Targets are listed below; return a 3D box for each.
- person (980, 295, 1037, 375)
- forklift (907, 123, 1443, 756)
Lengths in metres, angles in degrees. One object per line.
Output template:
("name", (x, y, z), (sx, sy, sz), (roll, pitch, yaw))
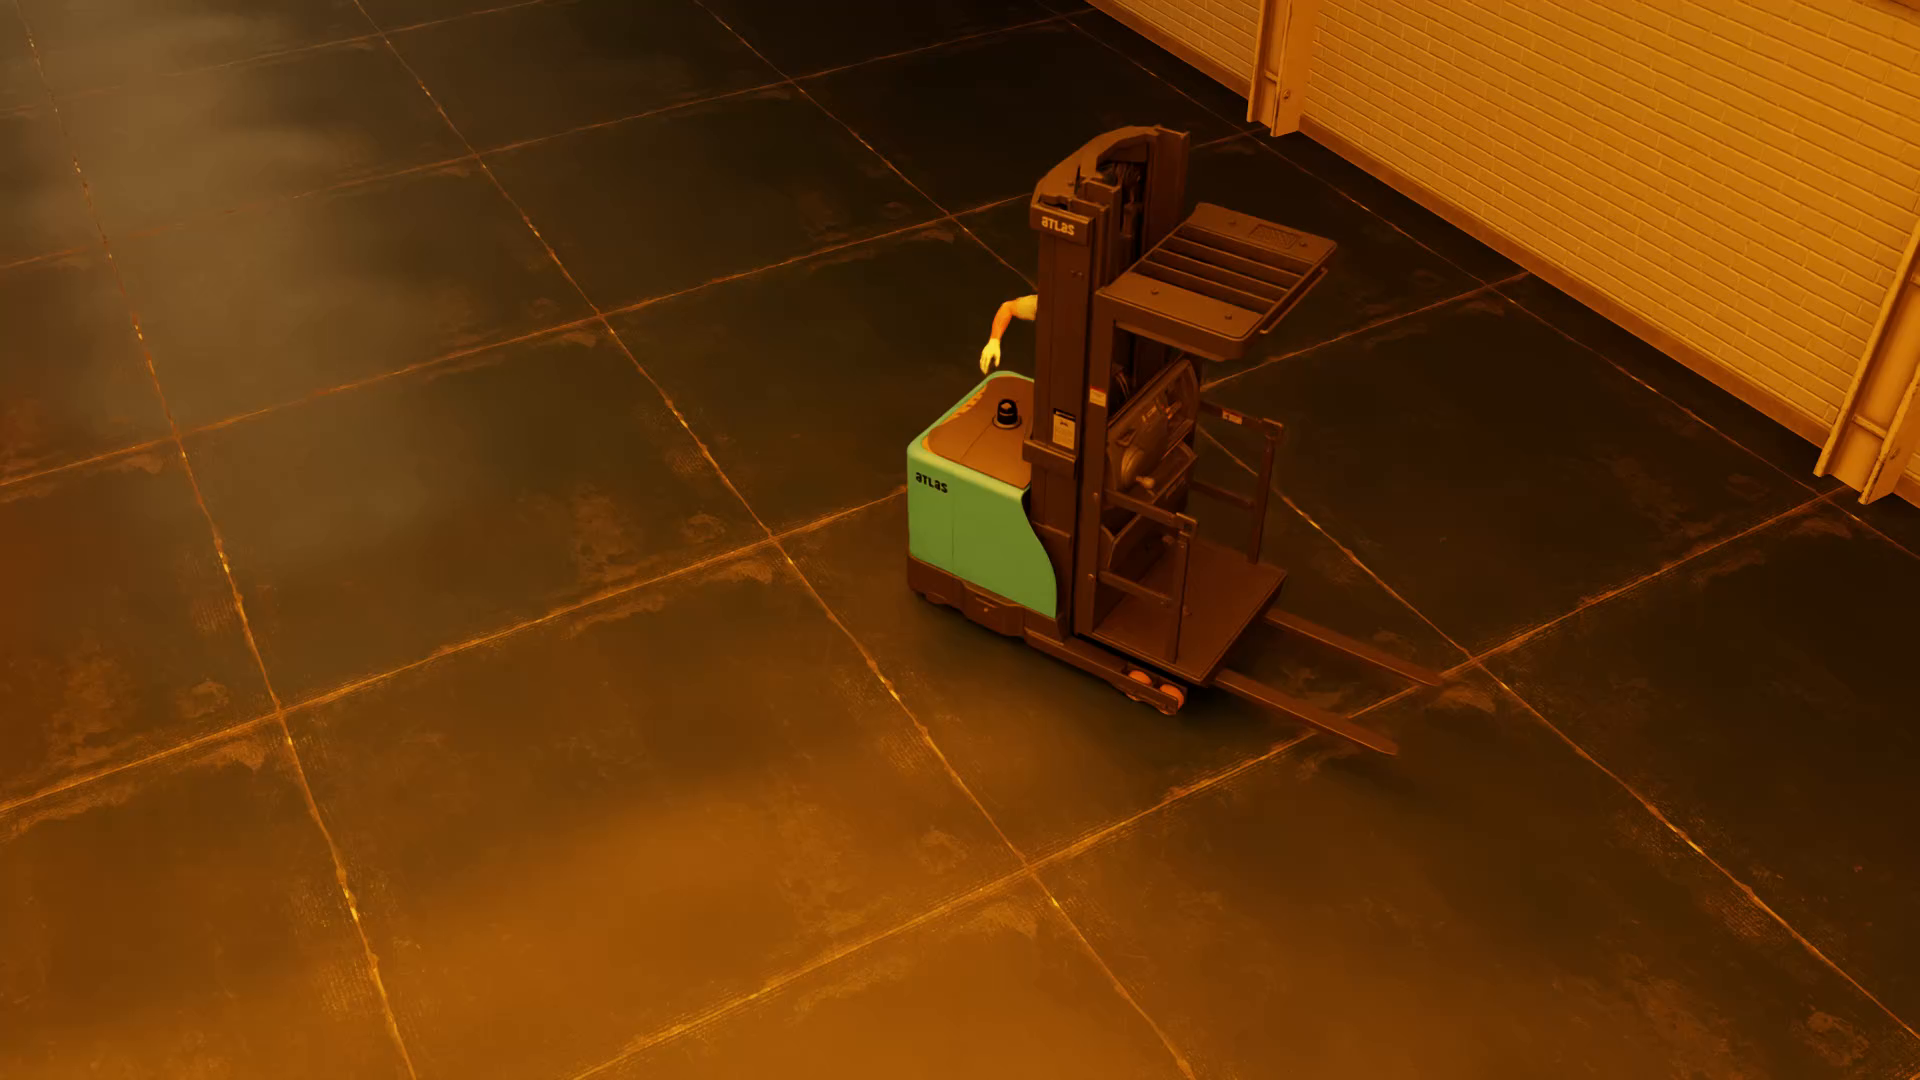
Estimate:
("person", (0.627, -0.823, 10.061), (1.105, 1.629, 0.829), (18, 43, 20))
("forklift", (1.193, -0.554, 8.704), (3.031, 2.935, 1.130), (23, 45, 25))
